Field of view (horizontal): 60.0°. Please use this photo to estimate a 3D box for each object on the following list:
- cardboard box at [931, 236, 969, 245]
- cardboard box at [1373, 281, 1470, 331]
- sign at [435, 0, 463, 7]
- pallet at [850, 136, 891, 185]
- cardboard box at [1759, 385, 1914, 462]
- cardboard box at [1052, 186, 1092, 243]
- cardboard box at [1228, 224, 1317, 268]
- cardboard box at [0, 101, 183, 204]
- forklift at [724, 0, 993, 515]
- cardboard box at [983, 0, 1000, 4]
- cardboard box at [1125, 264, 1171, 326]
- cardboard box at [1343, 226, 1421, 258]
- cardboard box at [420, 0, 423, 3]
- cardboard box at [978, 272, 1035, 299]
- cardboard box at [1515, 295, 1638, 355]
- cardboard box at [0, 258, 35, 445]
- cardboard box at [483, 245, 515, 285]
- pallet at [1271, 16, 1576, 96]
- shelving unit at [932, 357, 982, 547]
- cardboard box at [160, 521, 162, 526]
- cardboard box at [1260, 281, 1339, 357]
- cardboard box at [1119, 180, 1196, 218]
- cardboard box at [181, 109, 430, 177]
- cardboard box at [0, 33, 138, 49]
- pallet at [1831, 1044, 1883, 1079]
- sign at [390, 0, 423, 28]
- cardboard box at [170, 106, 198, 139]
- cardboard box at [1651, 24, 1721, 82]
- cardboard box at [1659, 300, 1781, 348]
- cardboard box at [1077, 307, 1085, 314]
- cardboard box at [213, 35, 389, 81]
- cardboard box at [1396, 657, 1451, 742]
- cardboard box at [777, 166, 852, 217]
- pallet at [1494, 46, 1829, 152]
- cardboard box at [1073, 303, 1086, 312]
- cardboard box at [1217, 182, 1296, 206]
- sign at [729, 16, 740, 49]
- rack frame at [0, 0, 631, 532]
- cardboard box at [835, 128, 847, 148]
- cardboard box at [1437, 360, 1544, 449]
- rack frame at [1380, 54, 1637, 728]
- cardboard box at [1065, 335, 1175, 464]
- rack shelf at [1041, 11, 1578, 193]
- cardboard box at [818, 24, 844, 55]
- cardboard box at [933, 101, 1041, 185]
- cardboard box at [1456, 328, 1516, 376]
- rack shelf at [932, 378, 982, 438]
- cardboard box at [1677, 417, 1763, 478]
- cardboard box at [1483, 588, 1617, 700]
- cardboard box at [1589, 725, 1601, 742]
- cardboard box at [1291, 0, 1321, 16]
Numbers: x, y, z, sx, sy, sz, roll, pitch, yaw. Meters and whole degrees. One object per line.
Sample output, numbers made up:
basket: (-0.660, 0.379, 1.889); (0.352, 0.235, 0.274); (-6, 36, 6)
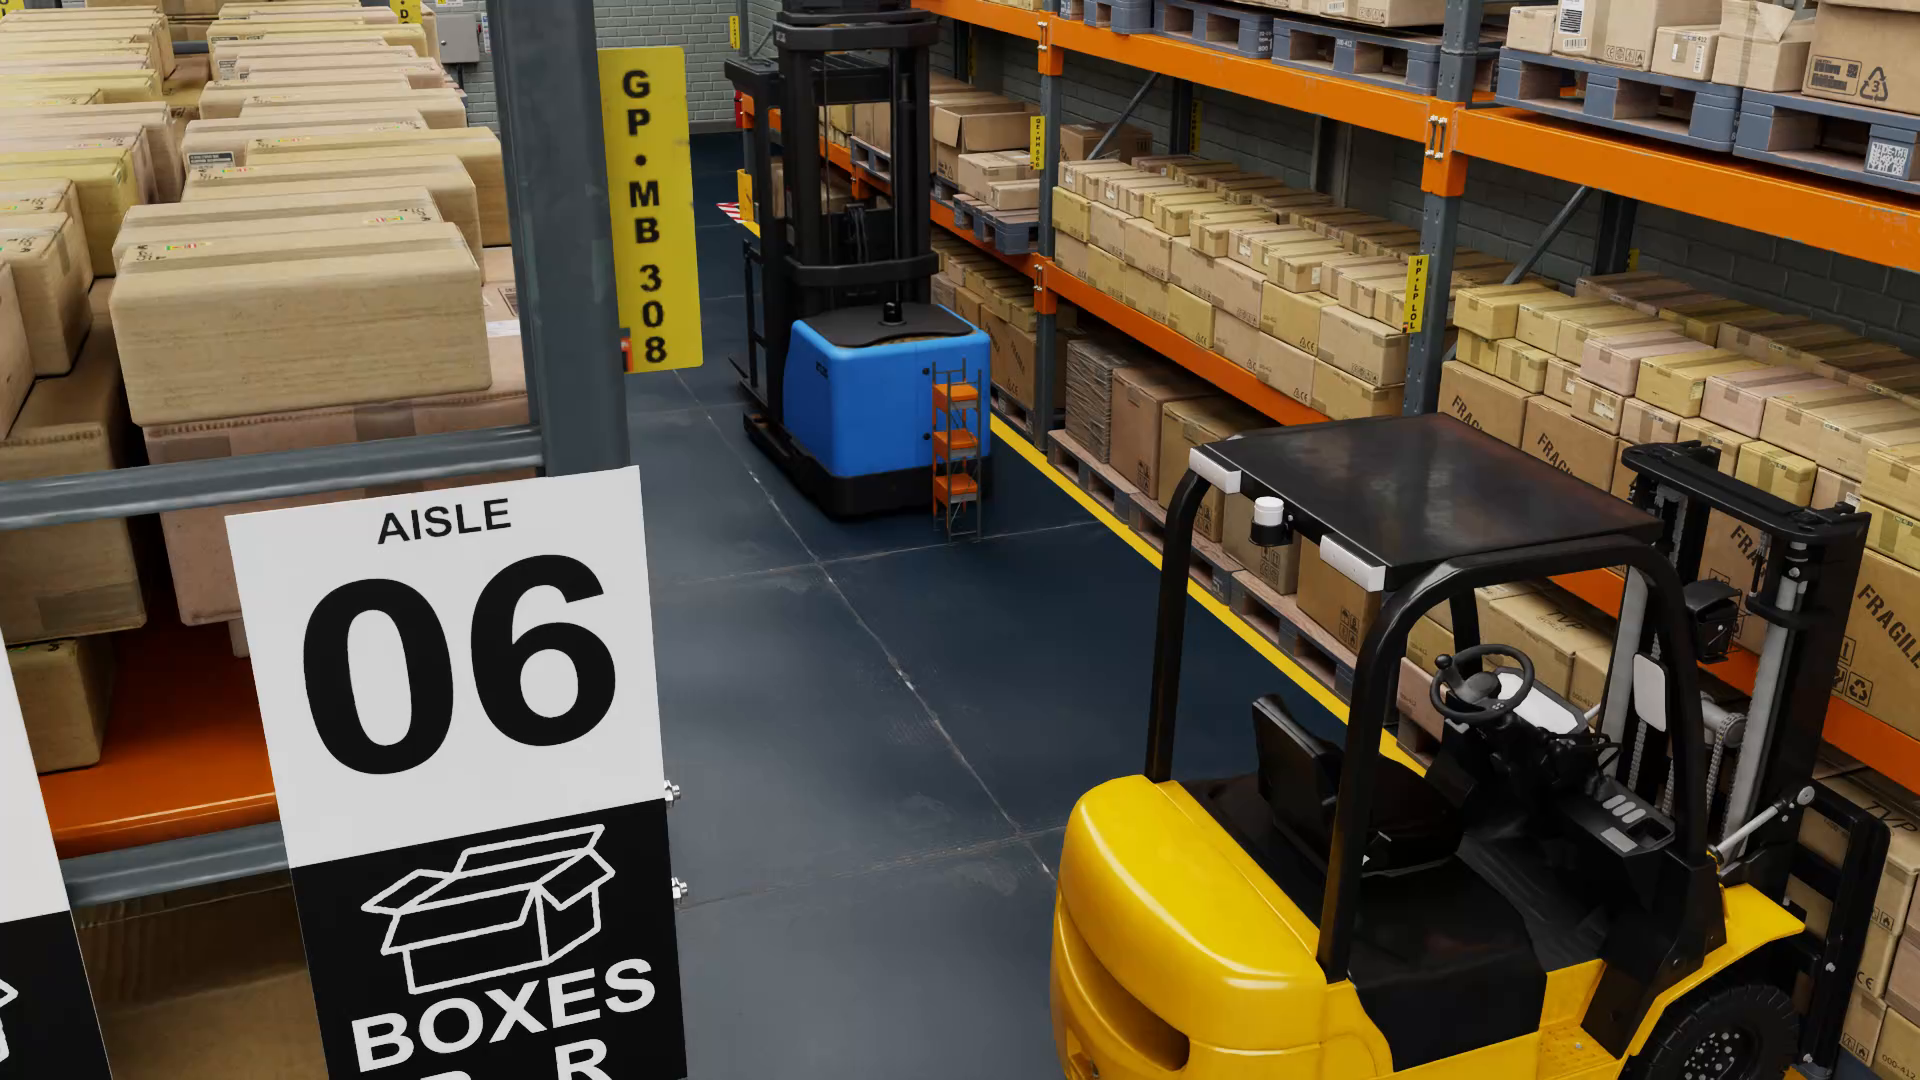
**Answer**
cardboard box: (-0.111, -2.309, 13.209); (0.380, 0.149, 0.250); (-8, 24, -19)
cardboard box: (2.075, -1.043, 7.398); (0.380, 0.149, 0.250); (-7, 24, -17)
sign: (-6.600, -7.011, 21.459); (0.339, 0.242, 0.001); (-8, 24, -19)
pallet: (-0.243, -3.117, 13.531); (1.003, 0.211, 1.213); (-8, 24, -19)
cardboard box: (2.872, -0.384, 5.453); (0.380, 0.149, 0.250); (-8, 24, -19)
cardboard box: (0.895, -2.021, 10.231); (0.500, 0.250, 0.500); (-8, 24, -19)
cardboard box: (1.596, -1.503, 8.490); (0.380, 0.149, 0.250); (-8, 24, -19)
cardboard box: (-1.573, -0.662, 2.892); (0.380, 0.149, 0.250); (-9, 24, -21)
forklift: (-0.837, -2.039, 10.815); (1.130, 2.935, 3.031); (-9, 25, -21)
cardboard box: (0.403, -3.706, 11.012); (0.500, 0.250, 0.500); (-8, 24, -19)
cardboard box: (1.280, -1.424, 9.459); (0.500, 0.250, 0.500); (-9, 25, -21)
cardboard box: (2.173, -1.486, 8.449); (0.380, 0.149, 0.250); (-8, 24, -19)
cardboard box: (-2.251, -1.880, 6.138); (0.500, 0.250, 0.500); (-9, 24, -20)
cardboard box: (0.351, -1.842, 12.100); (0.380, 0.149, 0.250); (-8, 24, -17)
cardboard box: (2.432, -0.849, 6.556); (0.380, 0.149, 0.250); (-8, 24, -18)
cardboard box: (-1.222, -0.185, 1.761); (0.380, 0.149, 0.250); (-8, 24, -18)
cardboard box: (-0.923, -0.322, 2.600); (0.500, 0.250, 0.500); (-9, 24, -20)
pallet: (2.079, -2.217, 7.532); (0.805, 0.209, 1.217); (-9, 25, -21)
shelving unit: (-0.019, -0.503, 9.592); (0.215, 1.050, 0.252); (-8, 24, -19)
cardboard box: (-1.422, -0.114, 2.621); (0.380, 0.149, 0.250); (-8, 24, -19)
cardboard box: (1.802, -1.095, 8.034); (0.500, 0.250, 0.500); (-9, 24, -20)
cardboard box: (1.142, -1.966, 9.589); (0.380, 0.149, 0.250); (-8, 24, -18)
cardboard box: (-1.091, -0.626, 2.808); (0.380, 0.149, 0.250); (-8, 24, -19)
cardboard box: (-2.161, -1.110, 3.955); (0.380, 0.149, 0.250); (-9, 24, -19)
pallet: (3.507, 1.862, 5.060); (1.003, 0.211, 1.213); (-8, 24, -19)
sign: (-1.734, -1.619, 5.202); (0.100, 0.325, 0.005); (-8, 24, -19)
cardboard box: (-1.984, -0.805, 3.745); (0.500, 0.250, 0.500); (-8, 24, -19)
cardboard box: (2.549, -1.626, 5.538); (0.380, 0.149, 0.250); (-8, 24, -17)
cardboard box: (2.955, -0.820, 6.487); (0.380, 0.149, 0.250); (-9, 24, -19)
cardboard box: (0.949, -1.472, 12.057); (0.500, 0.500, 0.500); (-8, 24, -19)
cardboard box: (-1.540, -1.094, 3.918); (0.380, 0.149, 0.250); (-9, 24, -20)
cardboard box: (2.264, 0.691, 7.249); (0.500, 0.250, 0.500); (-8, 24, -18)
cardboard box: (-1.443, -3.455, 16.762); (0.700, 0.500, 0.500); (-7, 24, -17)
pallet: (2.729, -1.639, 6.029); (1.003, 0.211, 1.213); (-8, 24, -19)
cardboard box: (1.029, -1.730, 11.836); (0.380, 0.149, 0.250); (-8, 24, -17)
cardboard box: (1.697, -1.945, 9.538); (0.380, 0.149, 0.250); (-8, 24, -19)
sign: (-2.344, -5.289, 17.321); (0.100, 0.325, 0.005); (-8, 24, -19)
rack frame: (-0.826, -1.233, 1.089); (1.000, 3.000, 0.127); (-8, 24, -19)
cardboard box: (-0.884, -3.568, 14.677); (0.380, 0.149, 0.250); (-8, 24, -18)
cardboard box: (2.316, -0.453, 6.834); (0.500, 0.500, 0.500); (-9, 24, -20)
rack frame: (2.403, -0.604, 7.321); (1.000, 3.000, 0.127); (-8, 24, -19)
cardboard box: (1.198, -0.928, 10.607); (0.875, 0.625, 0.625); (-8, 24, -17)
rack shelf: (1.697, -2.381, 8.602); (1.077, 0.370, 4.000); (-8, 24, -19)
cardboard box: (-1.398, -4.631, 15.720); (0.500, 0.500, 0.500); (-8, 24, -18)
cardboard box: (0.240, -2.866, 12.015); (0.797, 0.503, 0.637); (-9, 24, -20)
cardboard box: (2.270, -0.797, 6.815); (0.380, 0.149, 0.250); (-9, 24, -20)
rack shelf: (-0.019, -0.755, 9.486); (0.215, 0.259, 0.240); (-8, 24, -19)
cardboard box: (2.695, -0.328, 5.702); (0.380, 0.149, 0.250); (-9, 25, -21)
cardboard box: (2.452, 0.415, 6.616); (0.500, 0.250, 0.500); (-8, 24, -19)
cardboard box: (2.632, 0.824, 6.288); (0.500, 0.250, 0.500); (-9, 24, -19)
cardboard box: (1.731, -2.468, 7.535); (0.380, 0.149, 0.250); (-8, 24, -19)
